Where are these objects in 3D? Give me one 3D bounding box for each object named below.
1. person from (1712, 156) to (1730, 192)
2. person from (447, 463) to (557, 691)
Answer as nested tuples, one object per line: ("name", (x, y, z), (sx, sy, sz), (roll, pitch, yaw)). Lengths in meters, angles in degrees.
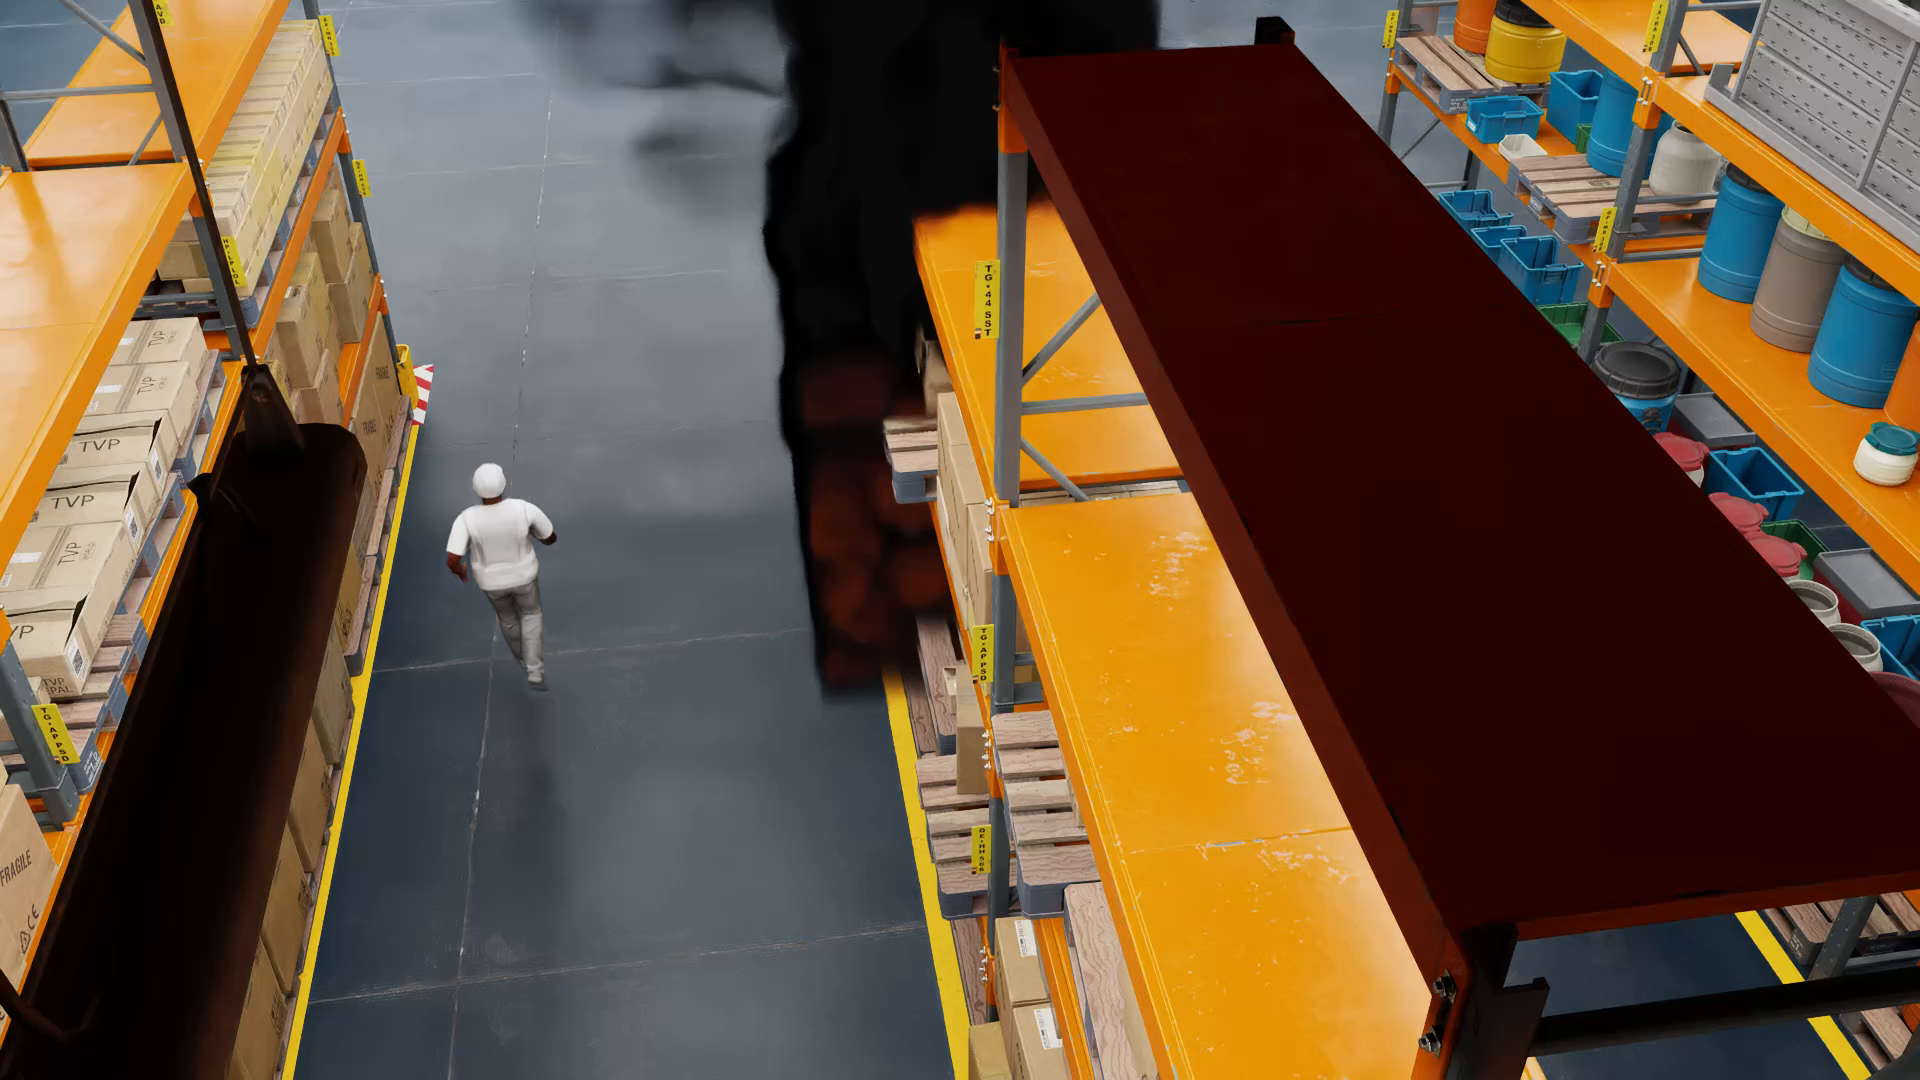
("person", (8.150, -4.315, 17.852), (0.769, 1.741, 0.602), (10, 37, 13))
("person", (-3.029, 0.242, 11.161), (0.709, 1.767, 0.735), (-9, 37, -12))
